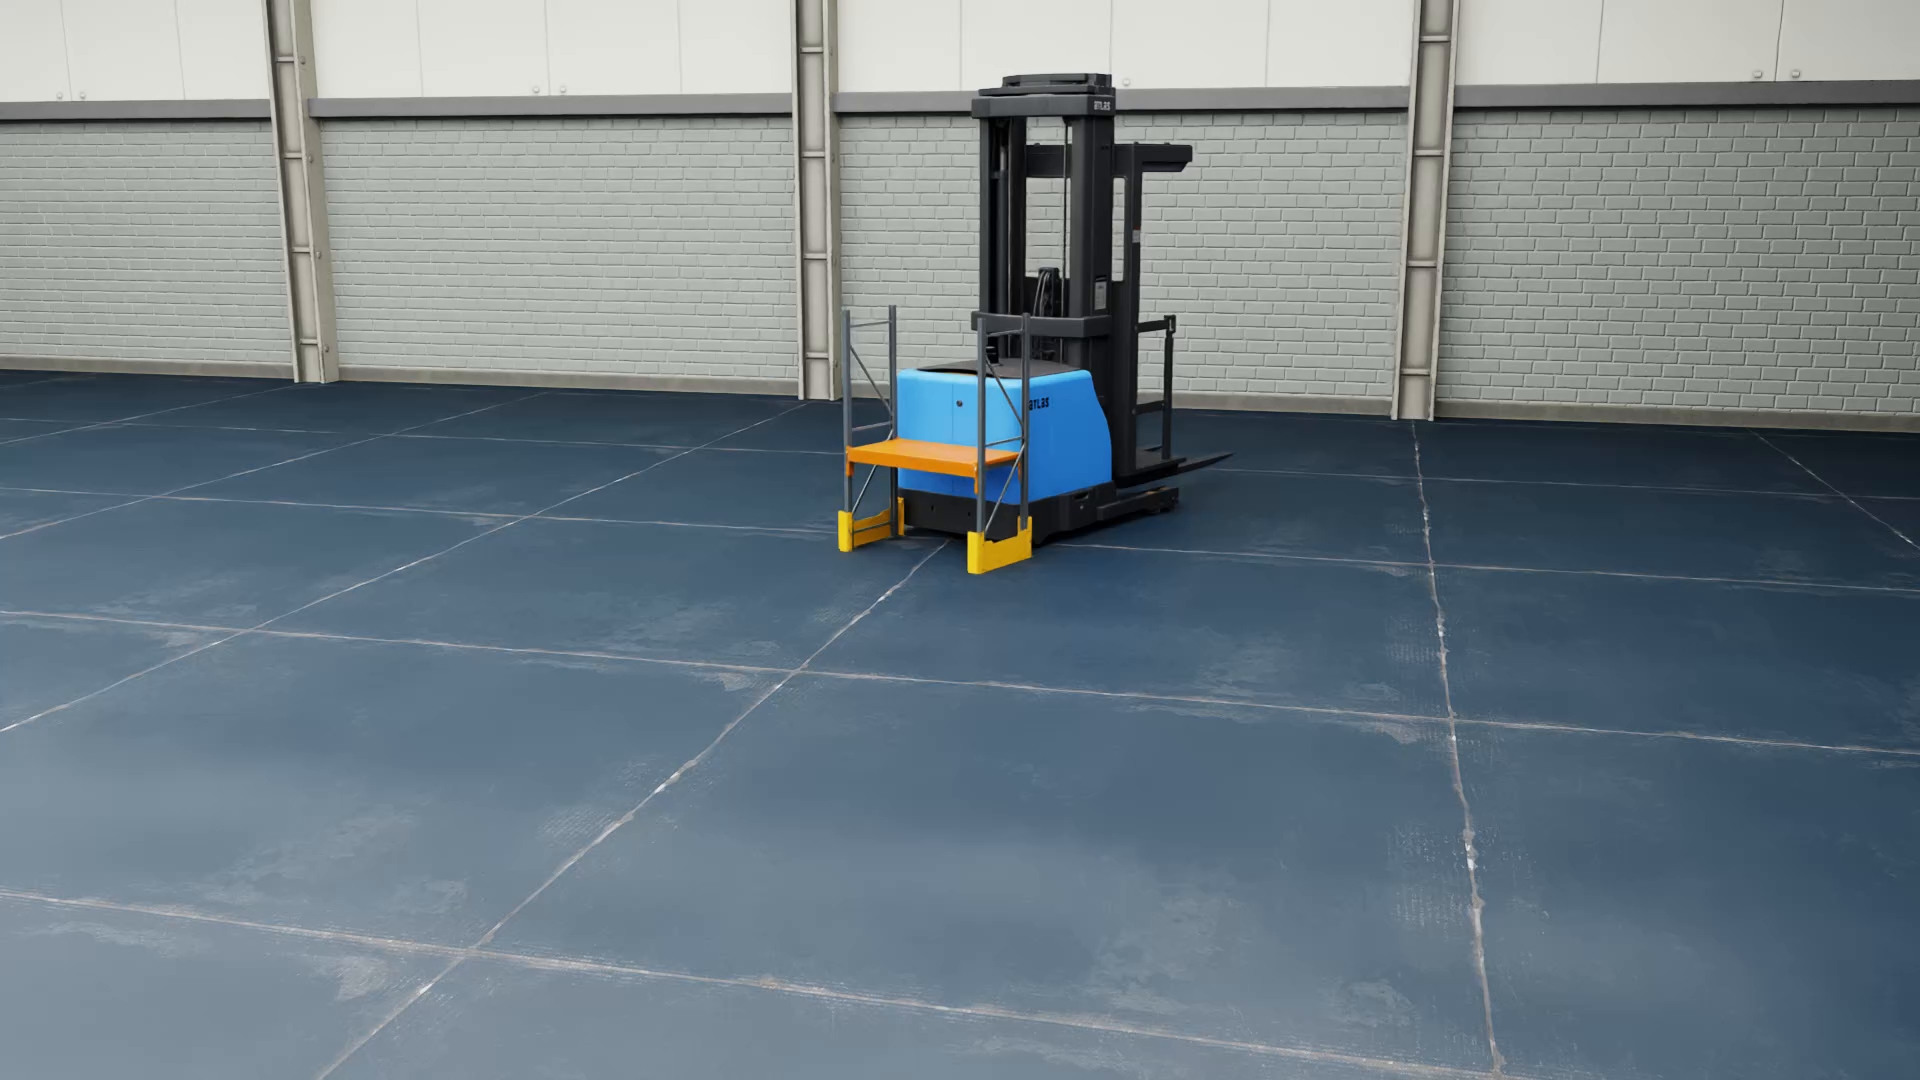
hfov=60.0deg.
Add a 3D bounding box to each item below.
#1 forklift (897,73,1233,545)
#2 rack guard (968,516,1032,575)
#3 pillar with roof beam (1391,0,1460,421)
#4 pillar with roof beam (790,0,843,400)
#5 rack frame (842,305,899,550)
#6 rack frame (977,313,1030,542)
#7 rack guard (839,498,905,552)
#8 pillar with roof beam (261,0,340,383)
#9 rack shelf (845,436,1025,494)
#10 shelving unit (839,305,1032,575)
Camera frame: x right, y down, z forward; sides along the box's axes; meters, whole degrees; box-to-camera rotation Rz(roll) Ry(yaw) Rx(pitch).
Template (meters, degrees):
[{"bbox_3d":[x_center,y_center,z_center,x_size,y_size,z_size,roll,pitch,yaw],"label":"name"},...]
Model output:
[{"bbox_3d":[0.887,-1.665,11.470,1.130,2.935,3.031,10,16,37],"label":"forklift"},{"bbox_3d":[0.244,0.027,10.034,0.087,0.250,0.587,9,15,35],"label":"rack guard"},{"bbox_3d":[3.334,-4.668,10.996,0.400,9.000,9.100,3,13,14],"label":"pillar with roof beam"},{"bbox_3d":[-2.491,-4.979,12.399,0.400,9.000,9.100,3,13,14],"label":"pillar with roof beam"},{"bbox_3d":[-0.561,-0.711,10.474,0.032,1.500,0.500,9,15,35],"label":"rack frame"},{"bbox_3d":[0.260,-0.580,9.887,0.032,1.500,0.500,9,15,35],"label":"rack frame"},{"bbox_3d":[-0.559,-0.100,10.608,0.087,0.250,0.587,9,15,35],"label":"rack guard"},{"bbox_3d":[-8.316,-5.290,13.802,0.400,9.000,9.100,3,13,14],"label":"pillar with roof beam"},{"bbox_3d":[-0.150,-0.470,10.219,1.000,0.185,0.538,9,15,35],"label":"rack shelf"},{"bbox_3d":[-0.158,-0.647,10.186,1.083,1.500,0.587,9,15,35],"label":"shelving unit"}]
